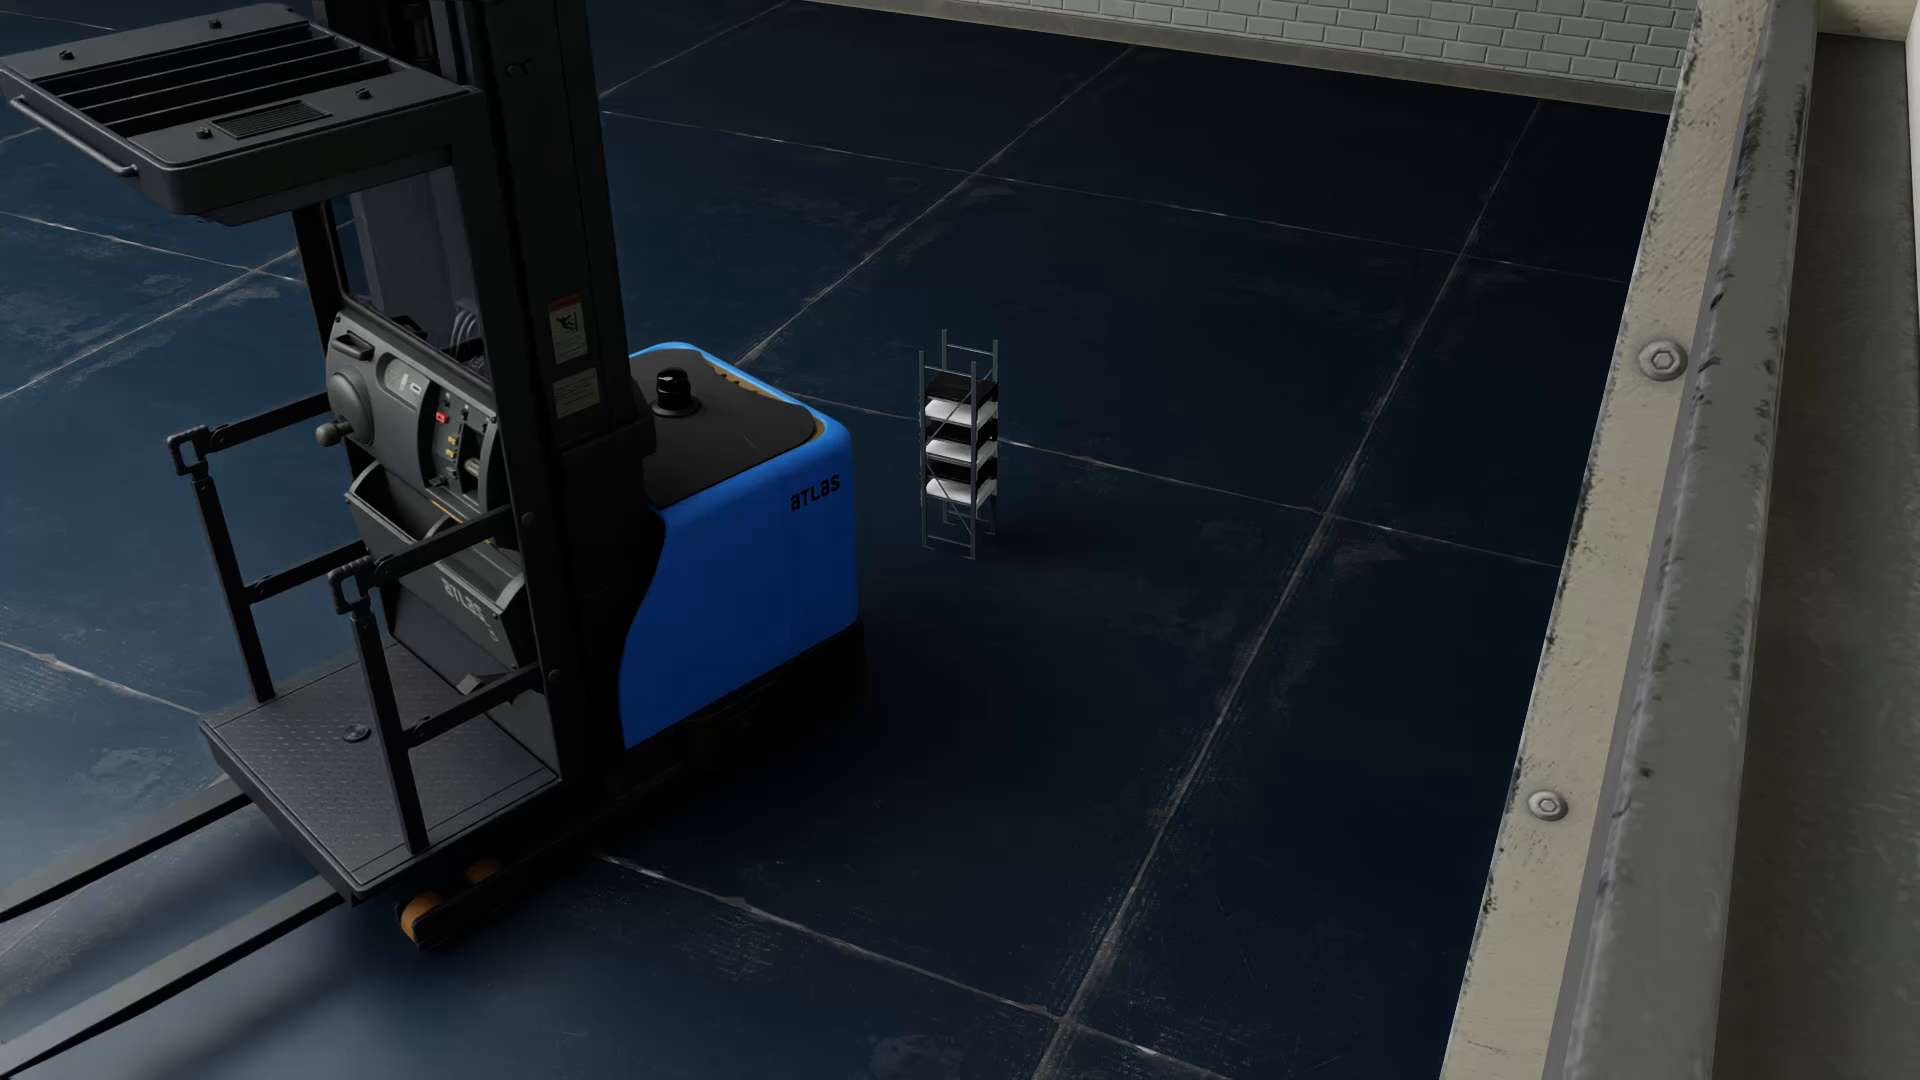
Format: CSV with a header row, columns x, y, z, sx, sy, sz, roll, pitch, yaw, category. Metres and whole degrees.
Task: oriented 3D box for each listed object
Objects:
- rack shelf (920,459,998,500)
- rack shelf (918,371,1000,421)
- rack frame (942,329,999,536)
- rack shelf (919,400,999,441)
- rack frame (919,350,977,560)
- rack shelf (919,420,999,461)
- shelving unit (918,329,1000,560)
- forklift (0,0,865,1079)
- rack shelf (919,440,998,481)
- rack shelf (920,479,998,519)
x,y,z,sx,sy,sz,roll,pitch,yaw,category
-0.003,-0.269,6.714,0.258,0.077,0.200,14,36,20,rack shelf
-0.003,-0.570,6.517,0.258,0.077,0.200,14,36,20,rack shelf
0.039,-0.423,6.724,0.240,0.900,0.006,14,36,20,rack frame
-0.003,-0.495,6.566,0.258,0.077,0.200,14,36,20,rack shelf
-0.046,-0.322,6.570,0.240,0.900,0.006,14,36,20,rack frame
-0.003,-0.420,6.616,0.258,0.077,0.200,14,36,20,rack shelf
-0.003,-0.372,6.647,0.258,0.900,0.210,14,36,20,shelving unit
-1.746,-0.318,4.712,3.031,2.935,1.130,-28,43,-36,forklift
-0.003,-0.344,6.665,0.258,0.077,0.200,14,36,20,rack shelf
-0.003,-0.194,6.764,0.258,0.077,0.200,14,36,20,rack shelf
